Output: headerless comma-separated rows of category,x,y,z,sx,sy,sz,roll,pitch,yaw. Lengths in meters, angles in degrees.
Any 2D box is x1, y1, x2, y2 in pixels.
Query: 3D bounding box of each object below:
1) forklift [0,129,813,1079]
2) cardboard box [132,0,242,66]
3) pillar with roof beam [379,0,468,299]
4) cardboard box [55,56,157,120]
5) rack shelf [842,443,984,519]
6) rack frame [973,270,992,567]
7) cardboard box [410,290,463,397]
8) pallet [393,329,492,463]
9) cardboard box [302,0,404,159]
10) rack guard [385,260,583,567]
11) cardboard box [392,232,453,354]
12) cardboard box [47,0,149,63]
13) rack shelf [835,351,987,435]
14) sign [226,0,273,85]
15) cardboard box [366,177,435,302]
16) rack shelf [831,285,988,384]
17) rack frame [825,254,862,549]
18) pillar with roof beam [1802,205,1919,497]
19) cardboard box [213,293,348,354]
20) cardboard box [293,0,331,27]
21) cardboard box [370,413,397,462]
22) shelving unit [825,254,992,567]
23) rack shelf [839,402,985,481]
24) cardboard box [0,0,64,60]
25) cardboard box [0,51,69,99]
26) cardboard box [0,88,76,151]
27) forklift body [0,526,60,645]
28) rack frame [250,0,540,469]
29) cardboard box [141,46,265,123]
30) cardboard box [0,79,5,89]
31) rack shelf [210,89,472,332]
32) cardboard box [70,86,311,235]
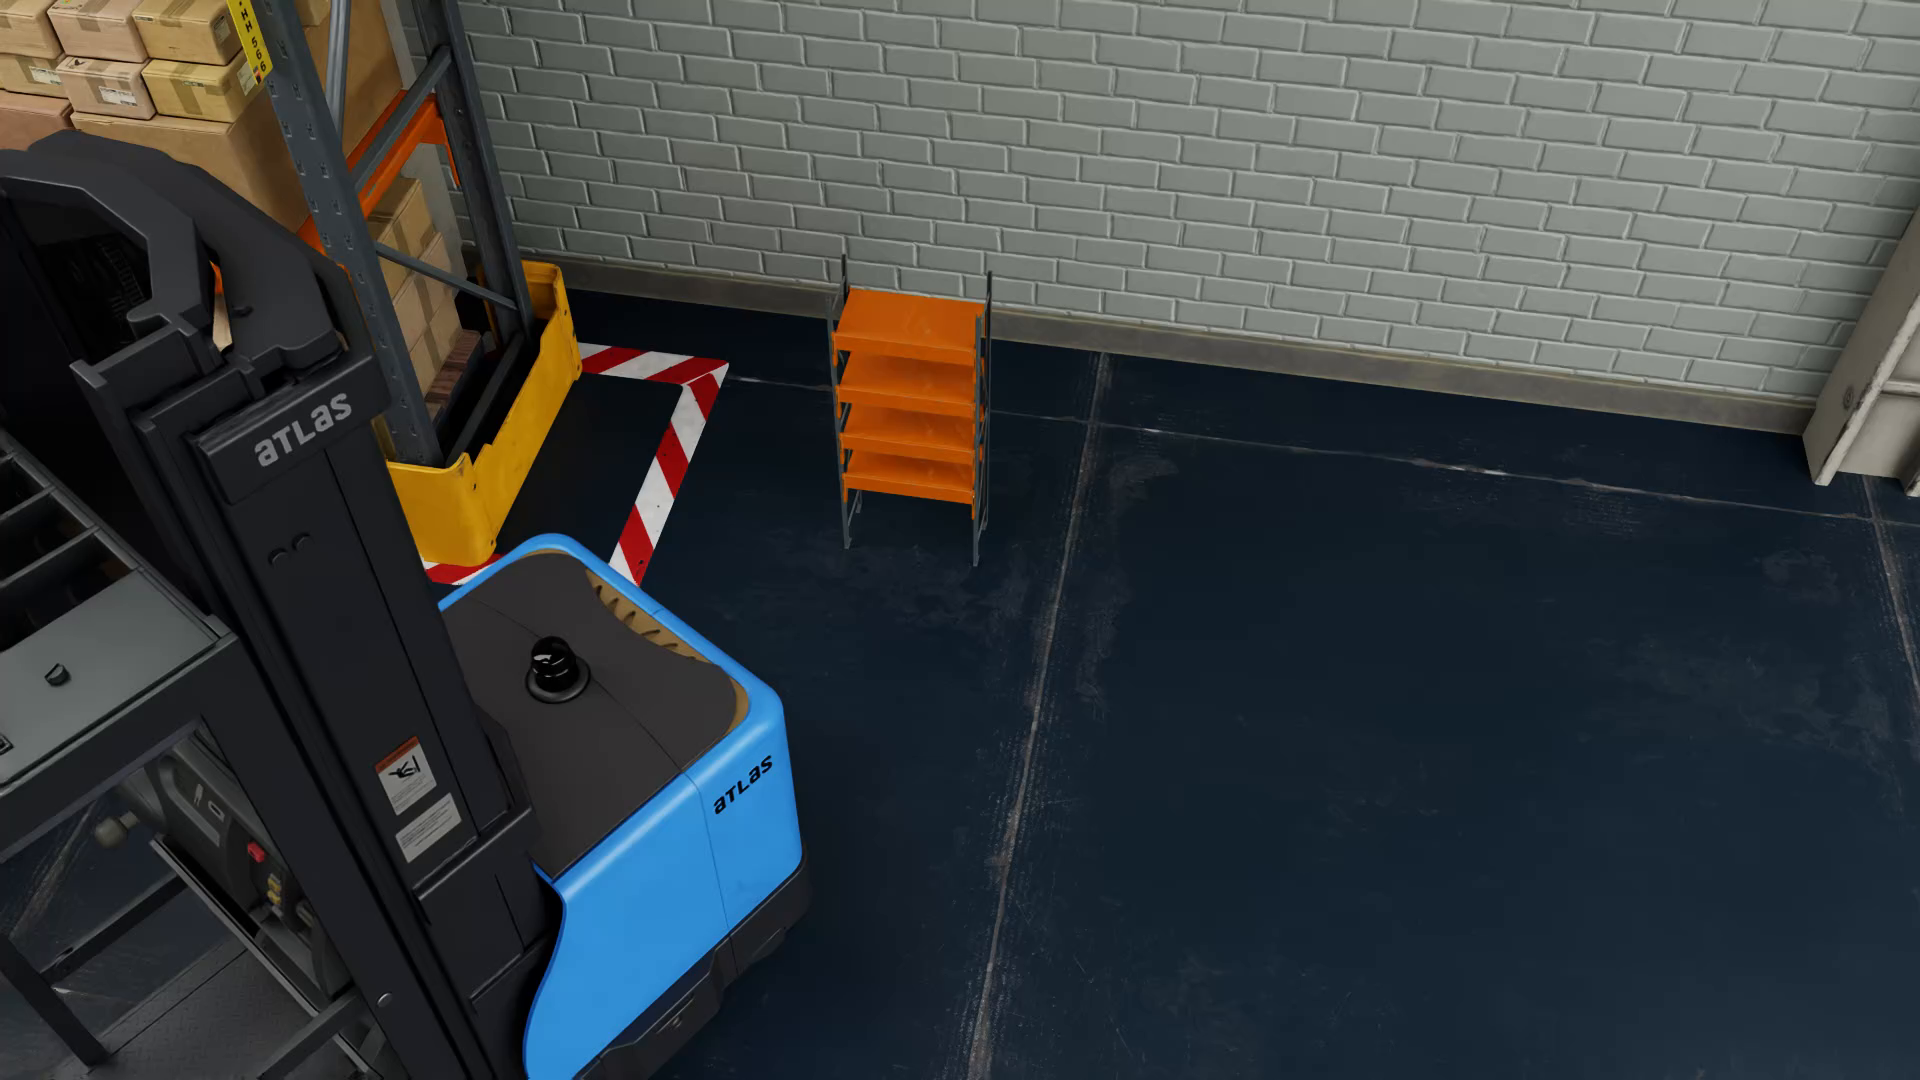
forklift,-1.807,0.752,3.604,1.130,2.935,3.031,33,56,26
cardboard box,-2.239,-1.591,4.960,0.250,0.149,0.380,8,49,7
pillar with roof beam,-3.140,-0.954,1.058,0.400,9.000,9.100,8,49,7
cardboard box,-2.497,-1.451,5.034,0.250,0.149,0.380,8,49,7
rack shelf,-0.163,-0.245,6.021,0.480,0.148,0.258,8,49,7
rack frame,0.077,-0.391,5.794,0.015,1.200,0.240,8,49,7
cardboard box,-2.298,-0.778,6.499,0.500,0.250,0.500,8,49,7
pallet,-2.609,-0.487,6.546,1.213,0.211,1.003,8,49,7
cardboard box,-2.287,-1.651,5.649,0.500,0.500,0.500,9,49,8
rack guard,-1.825,-0.510,6.372,0.348,0.500,1.175,8,49,7
cardboard box,-2.275,-0.951,6.318,0.500,0.250,0.500,8,49,8
cardboard box,-2.487,-1.601,4.969,0.250,0.149,0.380,8,49,7
rack shelf,-0.163,-0.527,5.707,0.480,0.148,0.258,8,49,7
sign,-1.959,-1.419,4.571,0.005,0.325,0.100,8,49,7
cardboard box,-2.288,-1.106,6.121,0.500,0.250,0.500,7,48,6
rack shelf,-0.163,-0.686,5.531,0.480,0.148,0.258,8,49,7
rack frame,-0.403,-0.455,5.852,0.015,1.200,0.240,8,49,7
pillar with roof beam,2.765,-0.160,0.344,0.400,9.000,9.100,8,49,7
cardboard box,-2.358,-0.737,5.789,0.500,0.250,0.500,9,49,8
cardboard box,-2.137,-1.833,5.377,0.250,0.149,0.380,7,48,6
cardboard box,-2.368,-0.401,6.160,0.500,0.250,0.500,8,49,7
shelving unit,-0.163,-0.423,5.823,0.503,1.200,0.258,8,49,7
rack shelf,-0.163,-0.378,5.873,0.480,0.148,0.258,8,49,7
cardboard box,-2.750,-1.616,4.982,0.250,0.149,0.380,9,49,8
cardboard box,-2.741,-1.531,5.105,0.250,0.149,0.380,8,49,8
cardboard box,-2.889,-1.330,5.361,0.500,0.500,0.500,9,49,8
forklift body,-4.040,0.020,4.786,1.214,2.155,2.313,8,49,7
rack frame,-1.849,-1.348,5.445,0.127,3.000,1.000,8,49,7
cardboard box,-2.240,-1.439,5.023,0.250,0.149,0.380,8,49,7
cardboard box,-2.983,-1.572,5.142,0.250,0.149,0.380,7,48,7
rack shelf,-3.817,-1.372,5.950,4.000,0.370,1.077,8,49,7
cardboard box,-2.380,-1.255,5.294,0.500,0.500,0.500,7,48,6
